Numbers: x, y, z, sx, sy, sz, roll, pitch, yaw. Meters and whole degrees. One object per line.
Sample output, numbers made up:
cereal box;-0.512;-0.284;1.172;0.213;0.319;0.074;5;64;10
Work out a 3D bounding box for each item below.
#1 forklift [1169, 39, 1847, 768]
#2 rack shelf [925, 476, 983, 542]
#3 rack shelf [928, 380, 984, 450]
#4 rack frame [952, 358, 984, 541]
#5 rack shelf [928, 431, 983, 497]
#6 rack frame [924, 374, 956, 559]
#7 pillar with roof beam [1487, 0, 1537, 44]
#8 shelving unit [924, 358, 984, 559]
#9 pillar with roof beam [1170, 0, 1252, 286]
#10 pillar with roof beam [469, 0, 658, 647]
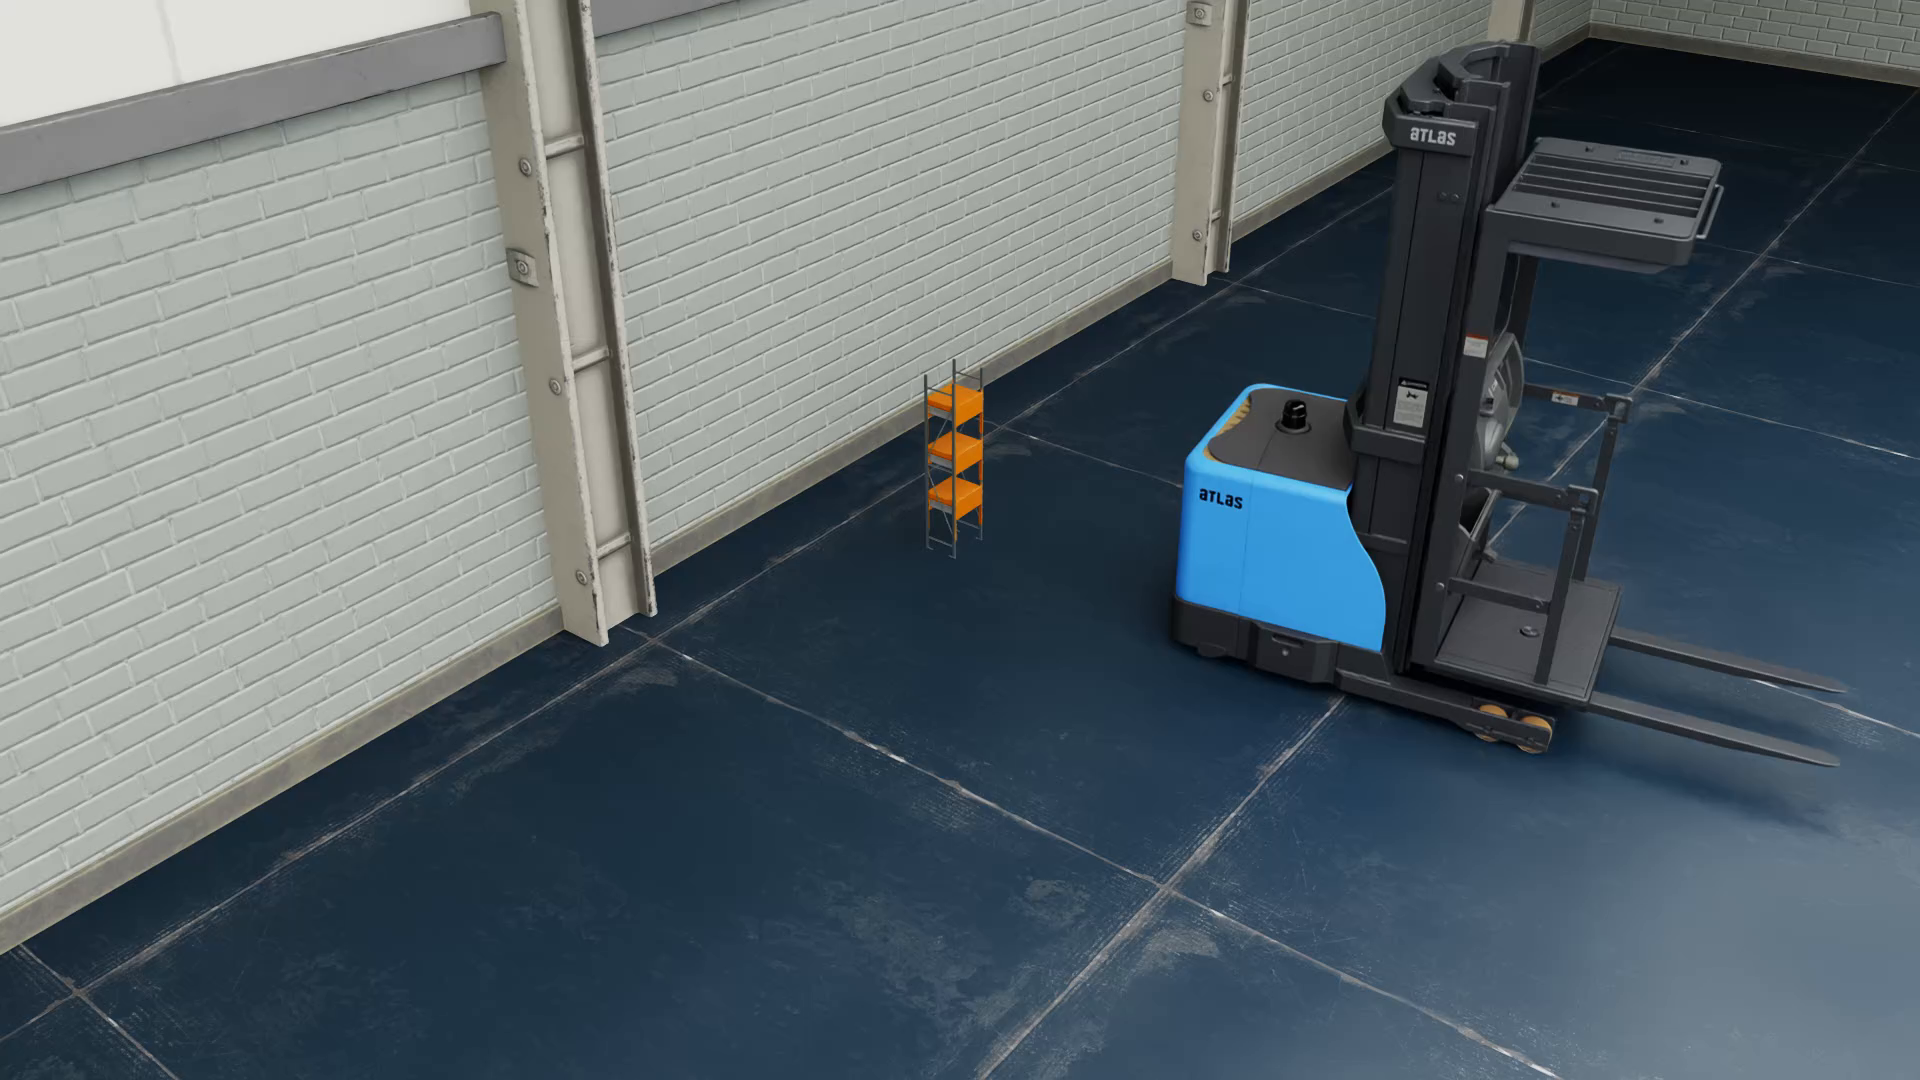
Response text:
forklift;2.597;-0.596;7.381;3.031;2.935;1.130;15;34;23
rack shelf;-0.032;-0.182;9.093;0.215;0.259;0.240;21;37;31
rack shelf;-0.032;-0.665;8.806;0.215;0.259;0.240;21;37;31
rack frame;0.041;-0.479;9.029;0.200;1.050;0.008;21;37;31
rack shelf;-0.032;-0.421;8.951;0.215;0.259;0.240;21;37;31
rack frame;-0.106;-0.380;8.862;0.200;1.050;0.008;21;37;31
pillar with roof beam;8.872;-7.015;12.260;9.100;9.000;0.400;21;37;31
shelving unit;-0.032;-0.430;8.946;0.215;1.050;0.252;21;37;31
pillar with roof beam;5.250;-4.576;8.145;9.100;9.000;0.400;21;37;31
pillar with roof beam;1.628;-2.137;4.030;9.100;9.000;0.400;21;37;31
